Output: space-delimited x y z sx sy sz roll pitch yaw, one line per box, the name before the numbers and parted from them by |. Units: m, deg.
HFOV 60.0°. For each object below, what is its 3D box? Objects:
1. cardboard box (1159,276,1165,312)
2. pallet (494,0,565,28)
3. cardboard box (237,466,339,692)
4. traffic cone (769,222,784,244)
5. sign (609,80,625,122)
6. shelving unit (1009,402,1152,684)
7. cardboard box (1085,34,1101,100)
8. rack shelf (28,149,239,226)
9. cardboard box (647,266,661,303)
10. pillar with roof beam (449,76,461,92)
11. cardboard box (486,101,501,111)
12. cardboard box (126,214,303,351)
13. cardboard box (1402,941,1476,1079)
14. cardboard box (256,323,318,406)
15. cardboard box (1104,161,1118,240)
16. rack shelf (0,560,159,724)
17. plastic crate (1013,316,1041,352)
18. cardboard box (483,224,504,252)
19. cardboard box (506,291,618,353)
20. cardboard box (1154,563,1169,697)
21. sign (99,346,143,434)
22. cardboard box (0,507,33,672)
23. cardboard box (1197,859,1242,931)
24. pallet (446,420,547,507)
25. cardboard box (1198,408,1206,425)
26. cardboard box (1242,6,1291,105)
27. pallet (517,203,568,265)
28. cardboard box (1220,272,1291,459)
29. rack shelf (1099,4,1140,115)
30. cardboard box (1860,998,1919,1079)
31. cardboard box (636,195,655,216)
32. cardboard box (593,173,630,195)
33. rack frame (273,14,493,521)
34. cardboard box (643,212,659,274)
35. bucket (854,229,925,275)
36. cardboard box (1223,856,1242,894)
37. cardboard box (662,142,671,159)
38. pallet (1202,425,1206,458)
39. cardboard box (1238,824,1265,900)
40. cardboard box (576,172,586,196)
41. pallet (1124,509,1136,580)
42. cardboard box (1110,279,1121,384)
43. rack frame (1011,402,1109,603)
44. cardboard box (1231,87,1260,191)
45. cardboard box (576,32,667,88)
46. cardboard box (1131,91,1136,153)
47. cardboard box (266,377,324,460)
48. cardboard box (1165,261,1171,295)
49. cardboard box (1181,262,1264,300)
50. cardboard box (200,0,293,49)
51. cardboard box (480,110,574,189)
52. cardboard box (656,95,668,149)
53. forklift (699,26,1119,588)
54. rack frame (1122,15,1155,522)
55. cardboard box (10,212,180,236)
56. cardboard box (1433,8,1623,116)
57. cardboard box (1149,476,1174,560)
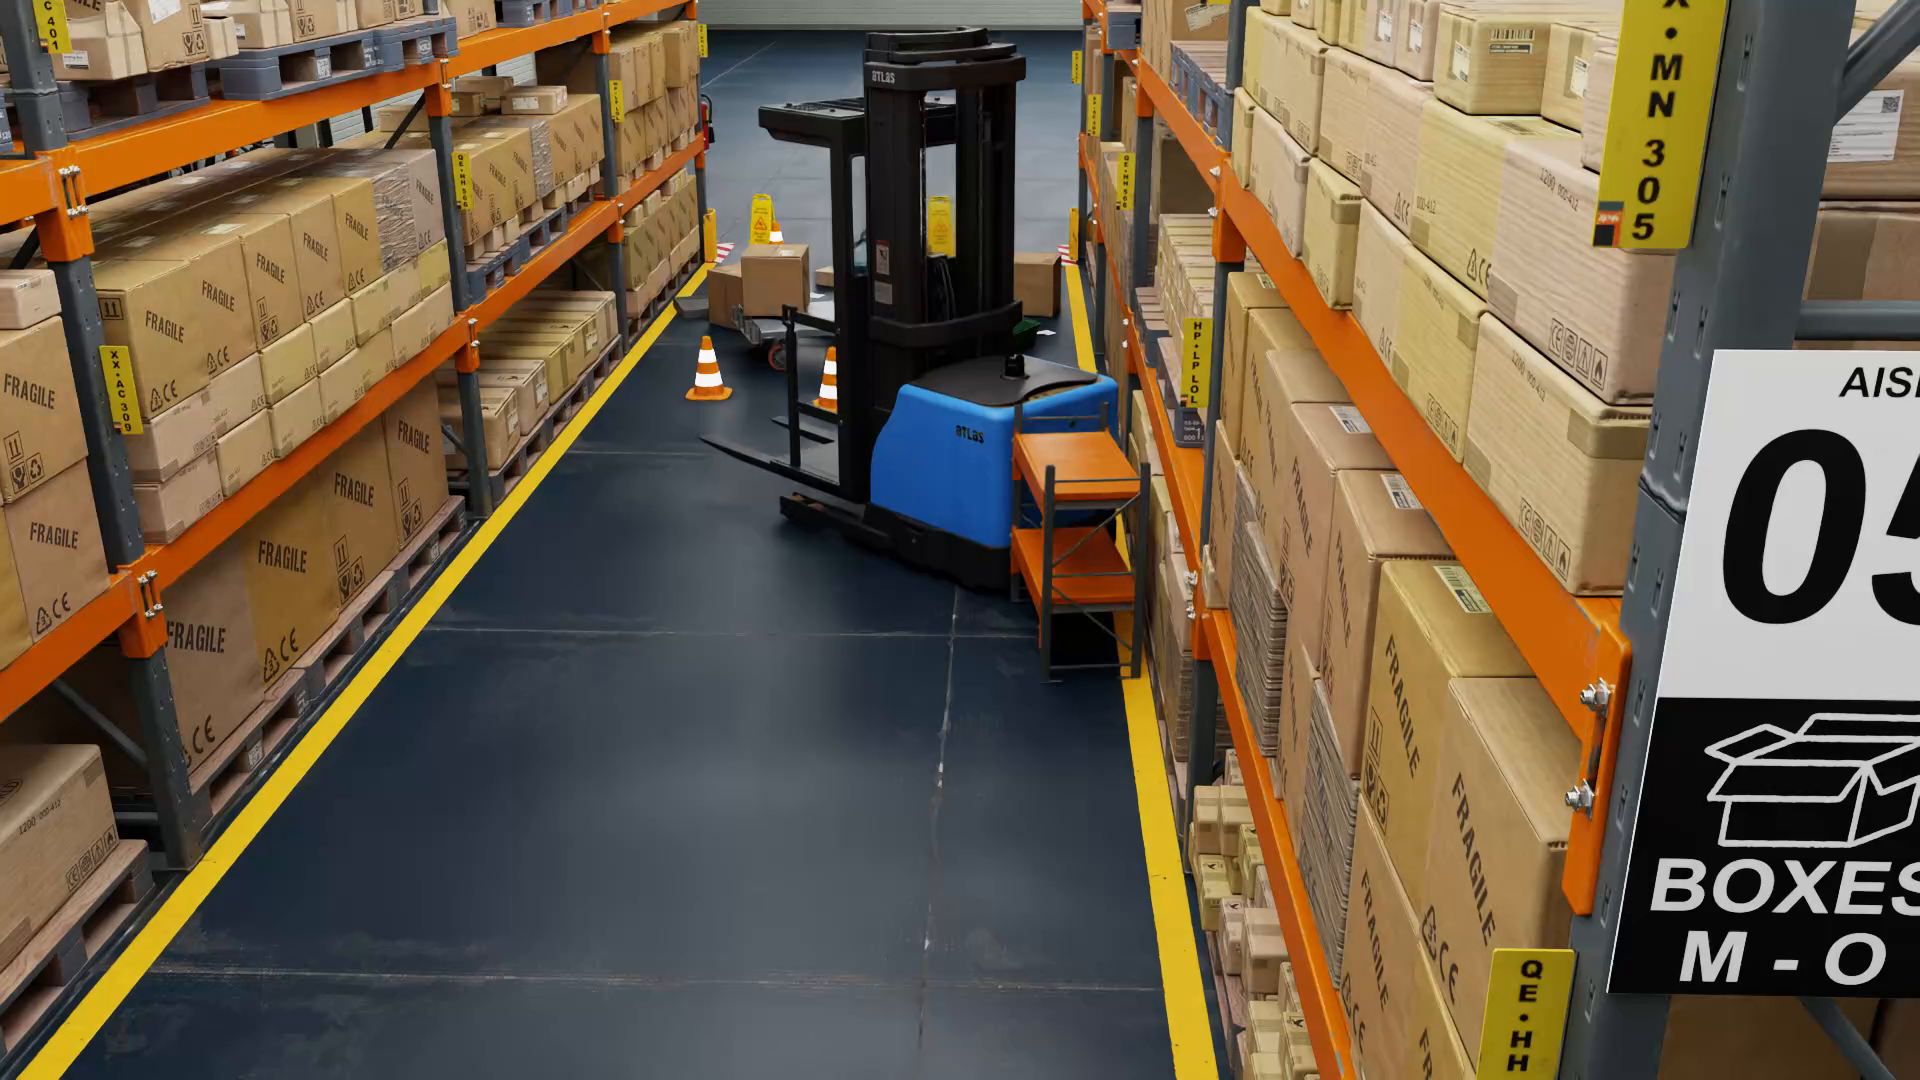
cardboard box | 1.291 -1.351 9.130 0.380 0.149 0.250 2 21 4
pallet | -3.468 -3.707 11.548 1.213 0.211 1.003 1 21 2
cardboard box | -3.599 0.143 7.871 0.875 0.875 0.875 1 21 3
traffic cone | -1.917 -3.087 17.344 0.336 0.463 0.334 1 21 2
sign | -2.760 -3.528 13.373 0.100 0.325 0.005 1 21 2
shelving unit | 0.590 -0.012 8.496 0.538 1.125 1.048 -2 21 -6
cardboard box | 1.630 -4.460 15.676 0.875 0.550 0.550 1 21 2
rack shelf | -8.215 -3.434 15.726 1.077 0.370 4.000 1 21 2
cardboard box | -3.022 -2.310 15.057 0.500 0.250 0.500 2 21 5
pillar with roof beam | -4.409 -11.339 26.812 9.100 9.000 0.400 1 21 2
cardboard box | -3.630 -3.026 12.552 0.500 0.500 0.500 1 21 2
cardboard box | -3.252 -1.134 7.286 0.500 0.500 0.500 0 21 0
cardboard box | 1.028 1.013 2.721 0.500 0.500 0.500 1 21 3
cardboard box | -3.233 -0.790 7.435 0.500 0.250 0.500 1 21 2
cardboard box | 1.319 -2.471 12.112 0.500 0.500 0.500 1 21 1
rack shelf | -3.619 0.958 4.407 1.077 0.370 4.000 1 21 2
plastic crate | 0.332 -1.768 14.246 0.450 0.188 0.662 23 29 25
cardboard box | -3.144 -1.941 10.651 0.380 0.149 0.250 -1 21 -2
cardboard box | -3.328 -1.774 13.506 0.950 0.372 0.625 1 21 2
cardboard box | 1.180 0.431 7.645 0.500 0.500 0.500 0 21 0
sign | -3.003 -0.535 5.955 0.100 0.325 0.005 1 21 2
cardboard box | -3.327 0.210 5.203 0.500 0.500 0.500 0 21 0
cardboard box | 1.053 1.275 5.956 0.380 0.149 0.250 1 21 3
pallet | -3.411 -0.529 11.100 1.003 0.211 1.213 1 21 2
cardboard box | 1.232 -0.581 7.147 0.380 0.149 0.250 0 21 -1
cardboard box | 1.138 -1.472 5.047 0.500 0.250 0.500 1 21 3
pallet | -3.417 -2.173 11.748 1.003 0.211 1.213 1 21 2
cardboard box | 1.136 -0.573 5.428 0.500 0.500 0.500 1 21 3
rack shelf | 1.575 -3.315 11.273 1.077 0.370 4.000 1 21 2
cardboard box | 1.550 0.553 2.525 0.500 0.500 0.500 1 21 1
cardboard box | -2.949 -2.999 14.900 0.380 0.149 0.250 1 21 4
cardboard box | -2.984 -2.986 13.925 0.380 0.149 0.250 1 21 1
rack frame | -3.436 -1.546 9.868 1.000 3.000 0.127 1 21 2
cardboard box | -3.022 -2.660 14.922 0.500 0.500 0.500 1 21 4
bucket | -0.664 -2.232 14.058 0.726 0.611 0.620 8 33 20
cardboard box | 1.144 1.132 5.913 0.380 0.149 0.250 1 21 2
cardboard box | -2.959 -3.721 15.820 0.380 0.149 0.250 0 21 1
pallet | 1.562 -0.268 6.837 1.003 0.211 1.213 1 21 2
cardboard box | 1.149 1.087 5.619 0.380 0.149 0.250 0 21 1
cardboard box | -3.052 -2.694 12.591 0.380 0.149 0.250 0 21 1
pallet | 1.489 0.054 9.598 1.003 0.211 1.213 1 21 2
cardboard box | 1.674 -1.548 12.400 1.050 0.750 0.750 1 21 2
rack frame | 0.532 -0.194 8.967 0.500 1.125 0.032 -2 21 -6
cardboard box | 1.115 -1.246 5.155 0.500 0.250 0.500 2 21 4
cardboard box | -3.080 -4.356 15.177 0.700 0.500 0.500 1 21 1
cardboard box | 1.598 -2.939 11.937 0.700 0.500 0.500 1 21 2
cardboard box | -3.235 -0.559 7.530 0.500 0.250 0.500 0 21 1
cardboard box | 1.288 -1.379 8.791 0.380 0.149 0.250 0 21 0
cardboard box | 1.268 -1.244 8.034 0.380 0.149 0.250 1 21 3
cardboard box | -3.152 -2.289 7.239 0.396 0.266 0.258 2 21 6
cardboard box | -3.135 -2.838 12.068 0.500 0.500 0.500 1 21 3
cardboard box | -3.007 -3.880 15.333 0.500 0.500 0.500 1 21 2
forklift | -0.469 -1.542 9.951 1.130 2.935 3.031 -19 28 -40
rack frame | 1.515 -1.529 9.822 1.000 3.000 0.127 1 21 2
cardboard box | -3.752 -1.148 7.319 0.500 0.500 0.500 1 21 3
cardboard box | 1.000 -0.784 2.722 0.380 0.149 0.250 1 21 2
cardboard box | 1.194 -0.111 8.008 0.500 0.250 0.500 0 21 -1
